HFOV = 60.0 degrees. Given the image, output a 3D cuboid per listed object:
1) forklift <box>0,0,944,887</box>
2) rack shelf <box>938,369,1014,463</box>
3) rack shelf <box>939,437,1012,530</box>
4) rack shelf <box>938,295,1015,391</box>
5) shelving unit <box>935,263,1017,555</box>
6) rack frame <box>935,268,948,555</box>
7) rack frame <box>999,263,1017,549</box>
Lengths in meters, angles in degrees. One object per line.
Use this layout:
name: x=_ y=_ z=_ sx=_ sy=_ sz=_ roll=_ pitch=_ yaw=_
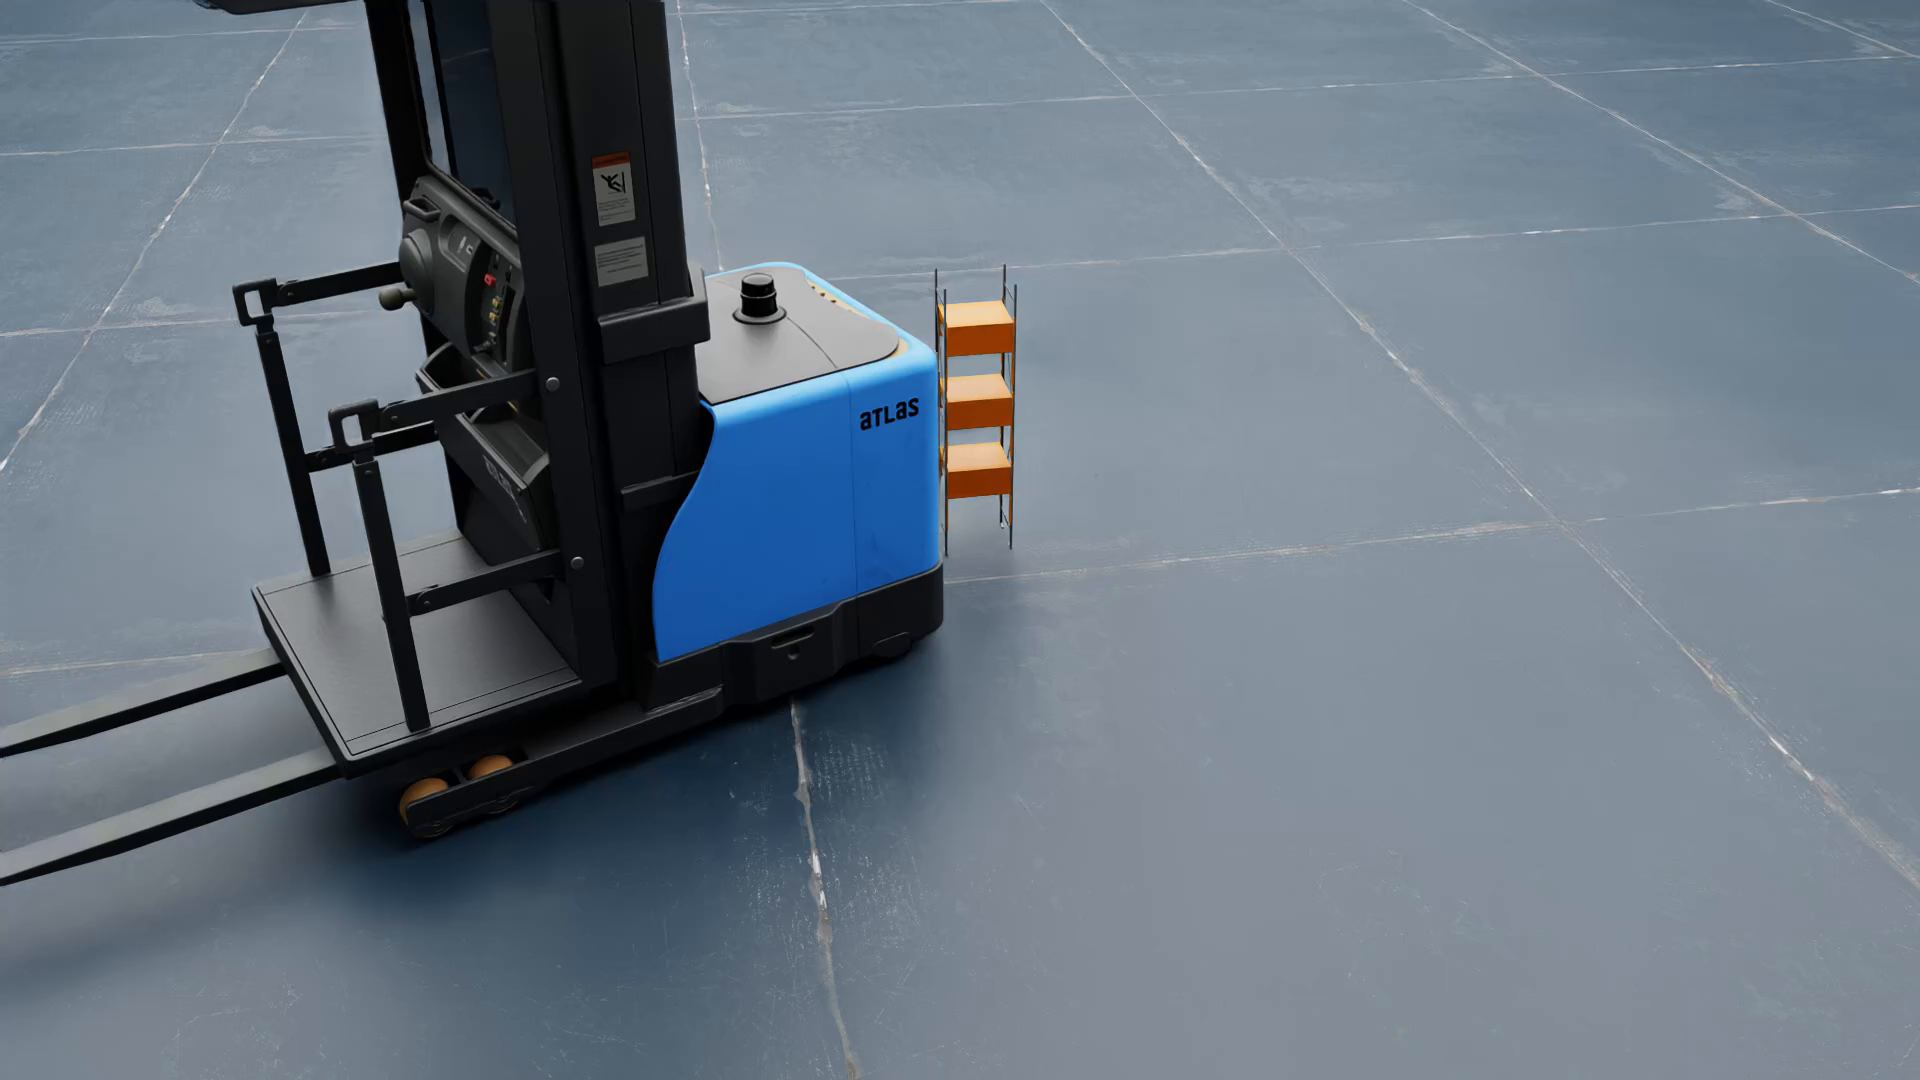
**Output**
forklift: x=-1.566 y=-0.713 z=4.571 sx=3.031 sy=2.935 sz=1.130 roll=-19 pitch=35 yaw=-29
rack shelf: x=0.053 y=-0.448 z=5.998 sx=0.240 sy=0.259 sz=0.215 roll=-5 pitch=31 yaw=-9
rack shelf: x=0.053 y=-0.209 z=6.138 sx=0.240 sy=0.259 sz=0.215 roll=-5 pitch=31 yaw=-9
rack shelf: x=0.053 y=-0.693 z=5.854 sx=0.240 sy=0.259 sz=0.215 roll=-5 pitch=31 yaw=-9
shelving unit: x=0.053 y=-0.457 z=5.992 sx=0.252 sy=1.050 sz=0.215 roll=-5 pitch=31 yaw=-9
rack frame: x=-0.067 y=-0.446 z=5.973 sx=0.008 sy=1.050 sz=0.200 roll=-5 pitch=31 yaw=-9
rack frame: x=0.173 y=-0.469 z=6.011 sx=0.008 sy=1.050 sz=0.200 roll=-5 pitch=31 yaw=-9
